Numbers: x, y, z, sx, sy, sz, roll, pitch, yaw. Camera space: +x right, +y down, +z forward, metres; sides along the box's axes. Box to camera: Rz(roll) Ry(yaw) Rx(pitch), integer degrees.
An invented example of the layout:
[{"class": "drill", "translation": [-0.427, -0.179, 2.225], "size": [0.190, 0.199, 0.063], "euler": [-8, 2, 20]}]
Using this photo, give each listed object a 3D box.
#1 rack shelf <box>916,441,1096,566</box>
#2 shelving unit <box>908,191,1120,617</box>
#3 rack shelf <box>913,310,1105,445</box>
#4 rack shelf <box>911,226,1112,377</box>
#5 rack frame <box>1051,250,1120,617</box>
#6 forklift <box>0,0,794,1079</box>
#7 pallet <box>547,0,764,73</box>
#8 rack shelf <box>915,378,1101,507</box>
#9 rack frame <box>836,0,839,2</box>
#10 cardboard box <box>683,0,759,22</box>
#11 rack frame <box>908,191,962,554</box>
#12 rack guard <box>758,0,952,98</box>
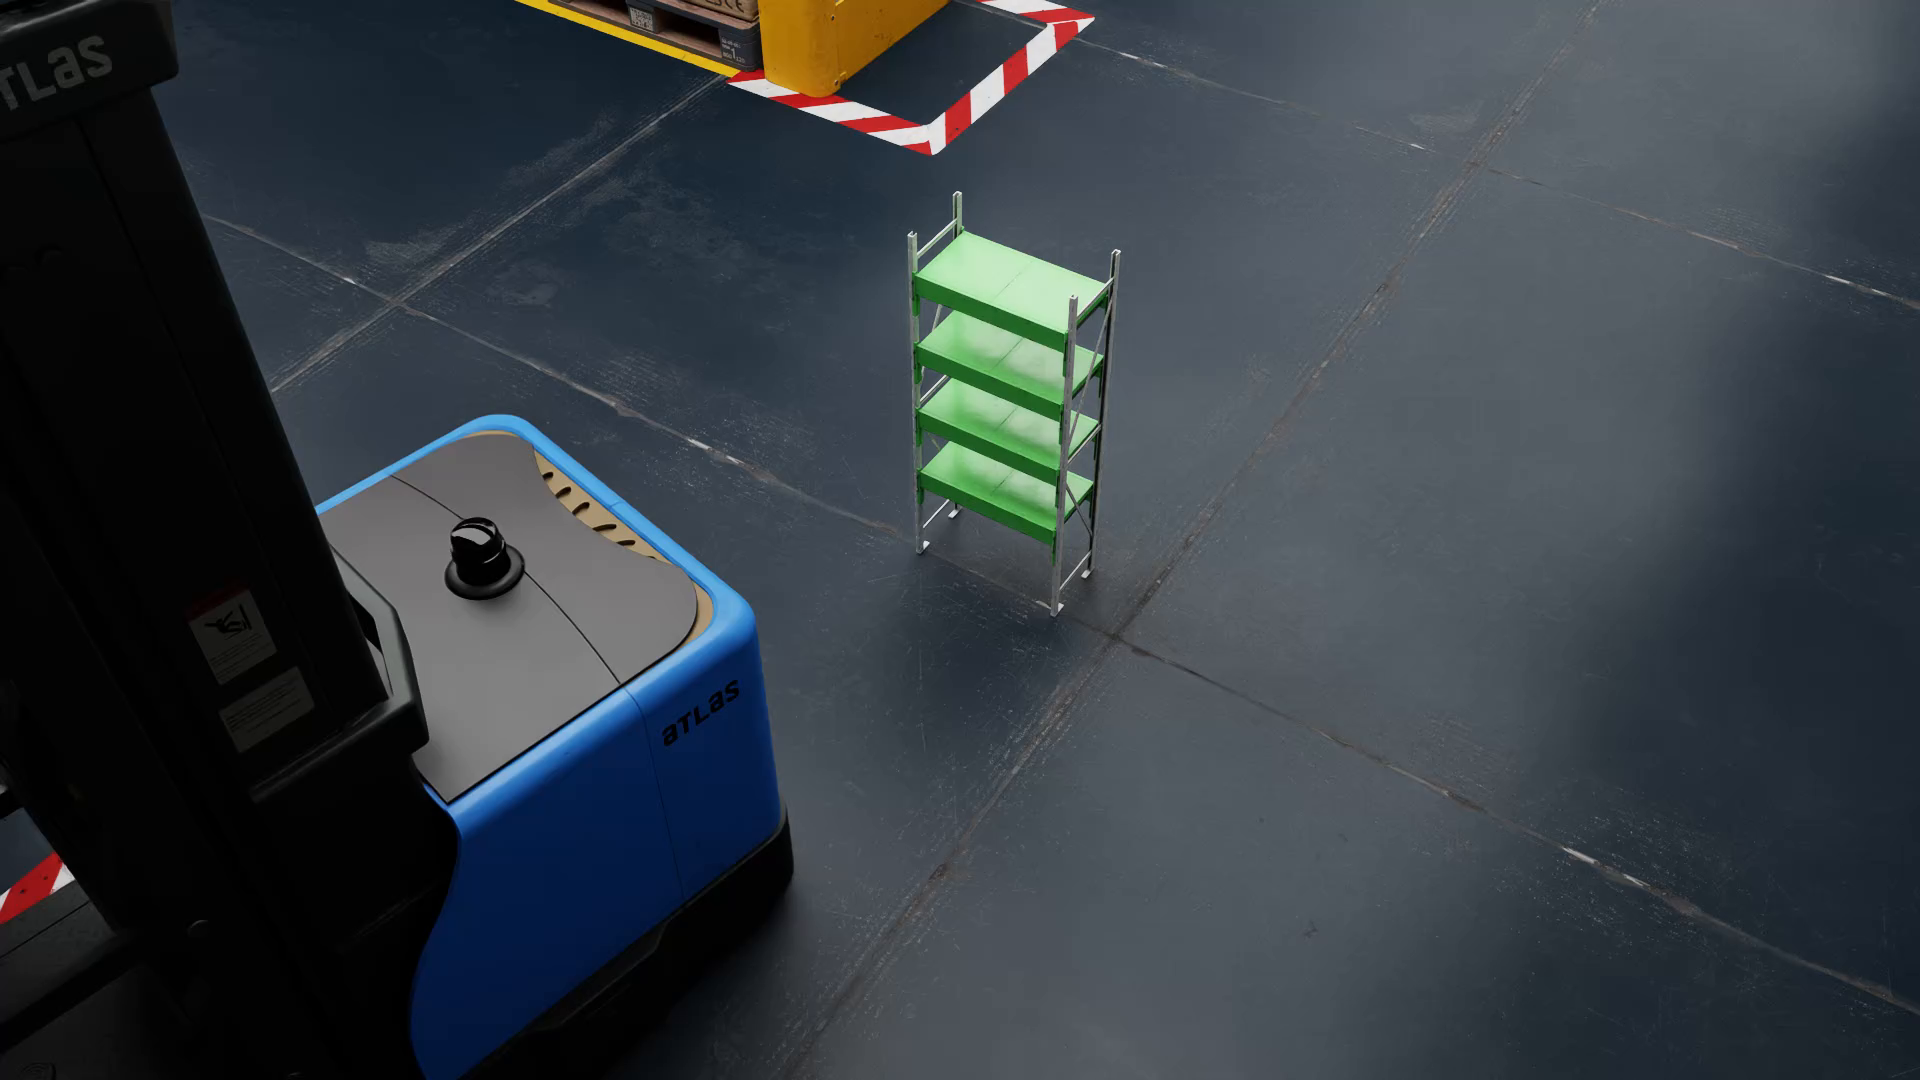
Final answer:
[{"class": "rack shelf", "translation": [0.139, -0.142, 4.975], "size": [0.480, 0.148, 0.258], "euler": [25, 51, 22]}, {"class": "shelving unit", "translation": [0.139, -0.354, 4.757], "size": [0.503, 1.200, 0.258], "euler": [25, 51, 22]}, {"class": "rack shelf", "translation": [0.139, -0.477, 4.631], "size": [0.480, 0.148, 0.258], "euler": [25, 51, 22]}, {"class": "rack shelf", "translation": [0.139, -0.644, 4.459], "size": [0.480, 0.148, 0.258], "euler": [25, 51, 22]}, {"class": "rack frame", "translation": [0.345, -0.260, 4.666], "size": [0.015, 1.200, 0.240], "euler": [25, 51, 22]}, {"class": "forklift", "translation": [-1.830, 0.383, 2.834], "size": [3.031, 2.935, 1.130], "euler": [-36, 55, -29]}, {"class": "pallet", "translation": [-1.146, -2.627, 7.656], "size": [1.213, 0.211, 1.003], "euler": [25, 51, 22]}, {"class": "rack shelf", "translation": [0.139, -0.310, 4.803], "size": [0.480, 0.148, 0.258], "euler": [25, 51, 22]}, {"class": "rack frame", "translation": [-0.430, -3.337, 6.401], "size": [0.127, 3.000, 1.000], "euler": [25, 51, 22]}, {"class": "cardboard box", "translation": [-1.040, -2.786, 7.359], "size": [0.875, 0.438, 0.875], "euler": [23, 50, 21]}, {"class": "rack frame", "translation": [-0.066, -0.449, 4.849], "size": [0.015, 1.200, 0.240], "euler": [25, 51, 22]}, {"class": "rack guard", "translation": [-0.410, -2.457, 7.288], "size": [0.348, 0.500, 1.175], "euler": [25, 51, 22]}]
